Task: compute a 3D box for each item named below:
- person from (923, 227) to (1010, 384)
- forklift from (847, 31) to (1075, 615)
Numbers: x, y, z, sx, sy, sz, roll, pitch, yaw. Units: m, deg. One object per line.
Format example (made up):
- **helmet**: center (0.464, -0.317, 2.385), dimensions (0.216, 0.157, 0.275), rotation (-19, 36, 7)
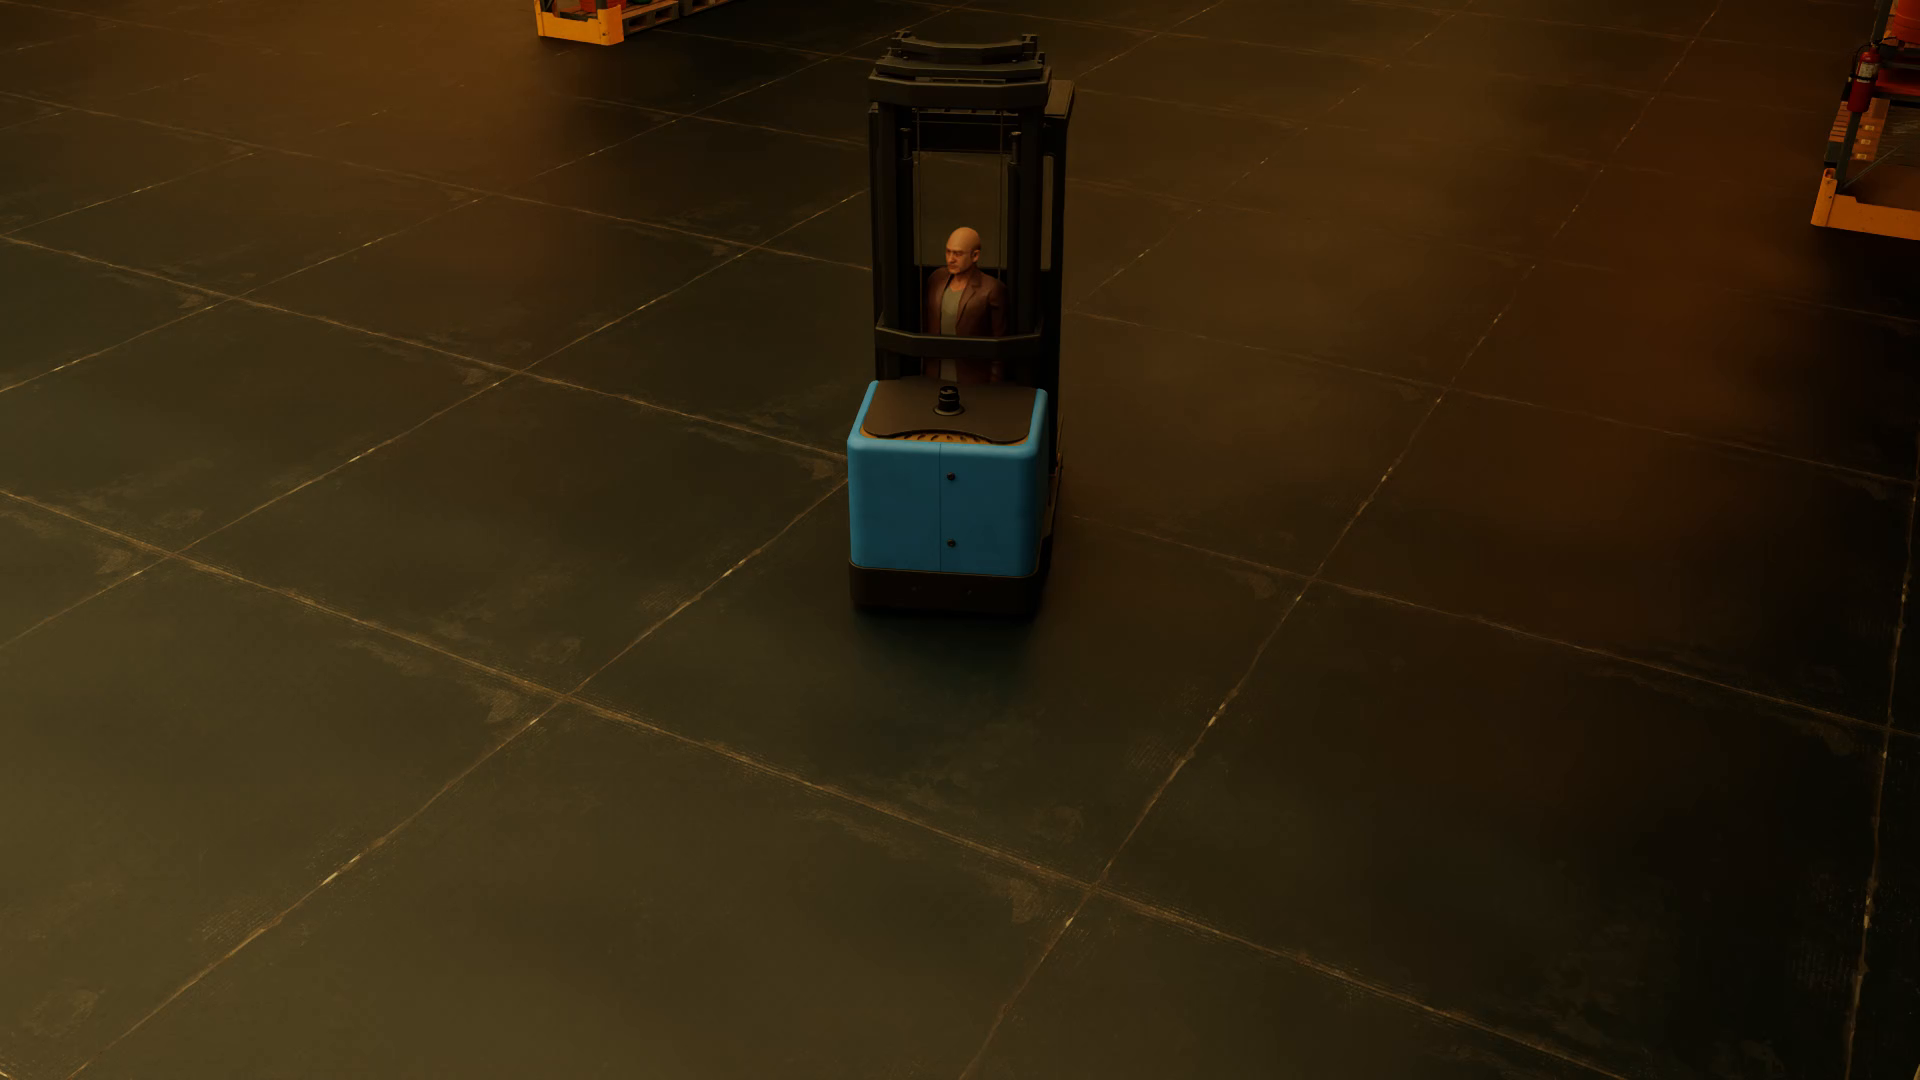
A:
- **person**: center (0.008, -0.943, 9.460), dimensions (0.550, 1.710, 0.323), rotation (15, 33, 25)
- **forklift**: center (0.072, -1.572, 9.794), dimensions (1.130, 2.935, 3.031), rotation (3, 30, 6)
